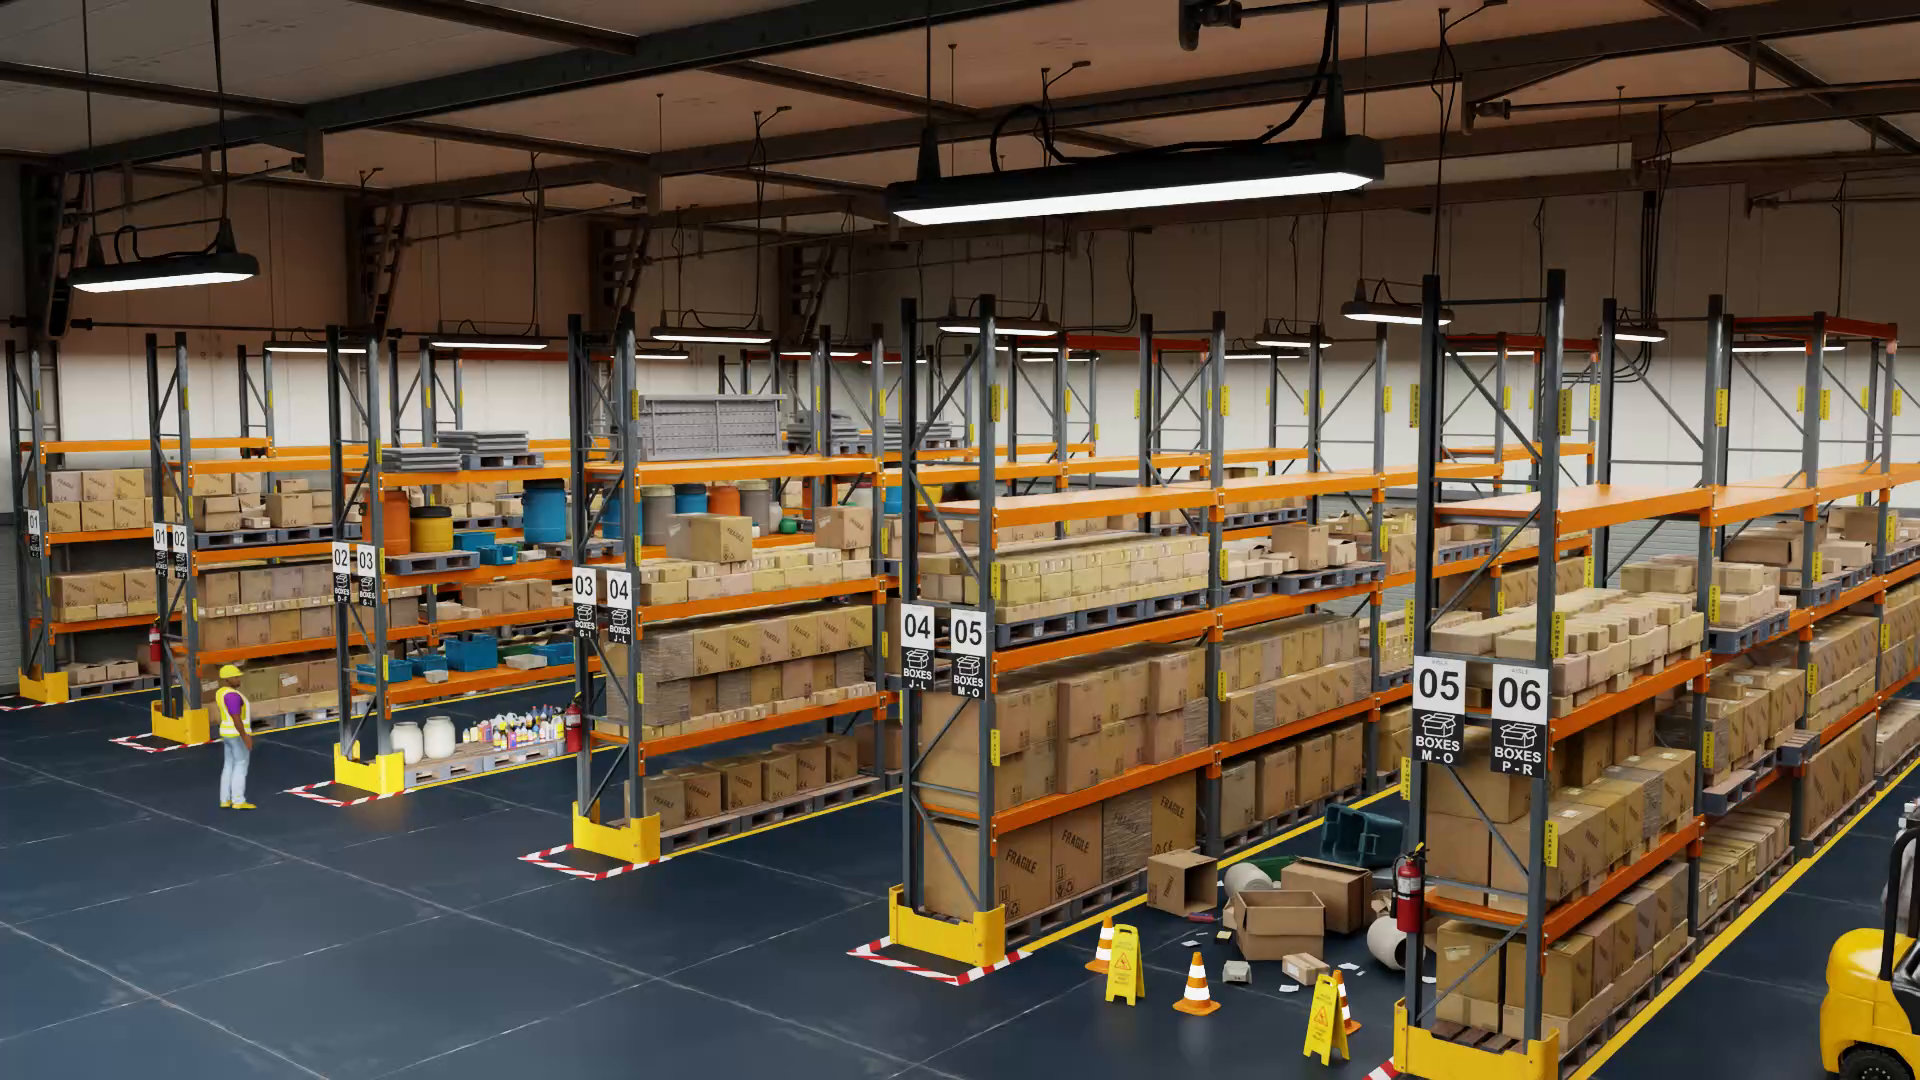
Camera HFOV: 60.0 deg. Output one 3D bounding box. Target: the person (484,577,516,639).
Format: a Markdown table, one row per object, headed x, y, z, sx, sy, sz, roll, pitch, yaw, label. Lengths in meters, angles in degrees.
| x | y | z | sx | sy | sz | roll | pitch | yaw | label |
| --- | --- | --- | --- | --- | --- | --- | --- | --- | --- |
| -8.558 | 1.510 | 30.861 | 0.567 | 1.785 | 0.621 | -1 | 5 | -10 | person |

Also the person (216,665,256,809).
| x | y | z | sx | sy | sz | roll | pitch | yaw | label |
| --- | --- | --- | --- | --- | --- | --- | --- | --- | --- |
| -8.962 | 2.439 | 20.574 | 0.364 | 1.797 | 0.617 | -5 | 7 | -44 | person |

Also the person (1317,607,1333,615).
| x | y | z | sx | sy | sz | roll | pitch | yaw | label |
| --- | --- | --- | --- | --- | --- | --- | --- | --- | --- |
| 5.893 | 1.896 | 27.031 | 0.512 | 1.656 | 0.707 | 4 | 6 | 37 | person |

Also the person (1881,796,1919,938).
| x | y | z | sx | sy | sz | roll | pitch | yaw | label |
| --- | --- | --- | --- | --- | --- | --- | --- | --- | --- |
| 8.381 | 3.035 | 14.629 | 0.598 | 1.647 | 0.901 | 1 | 5 | 10 | person |
